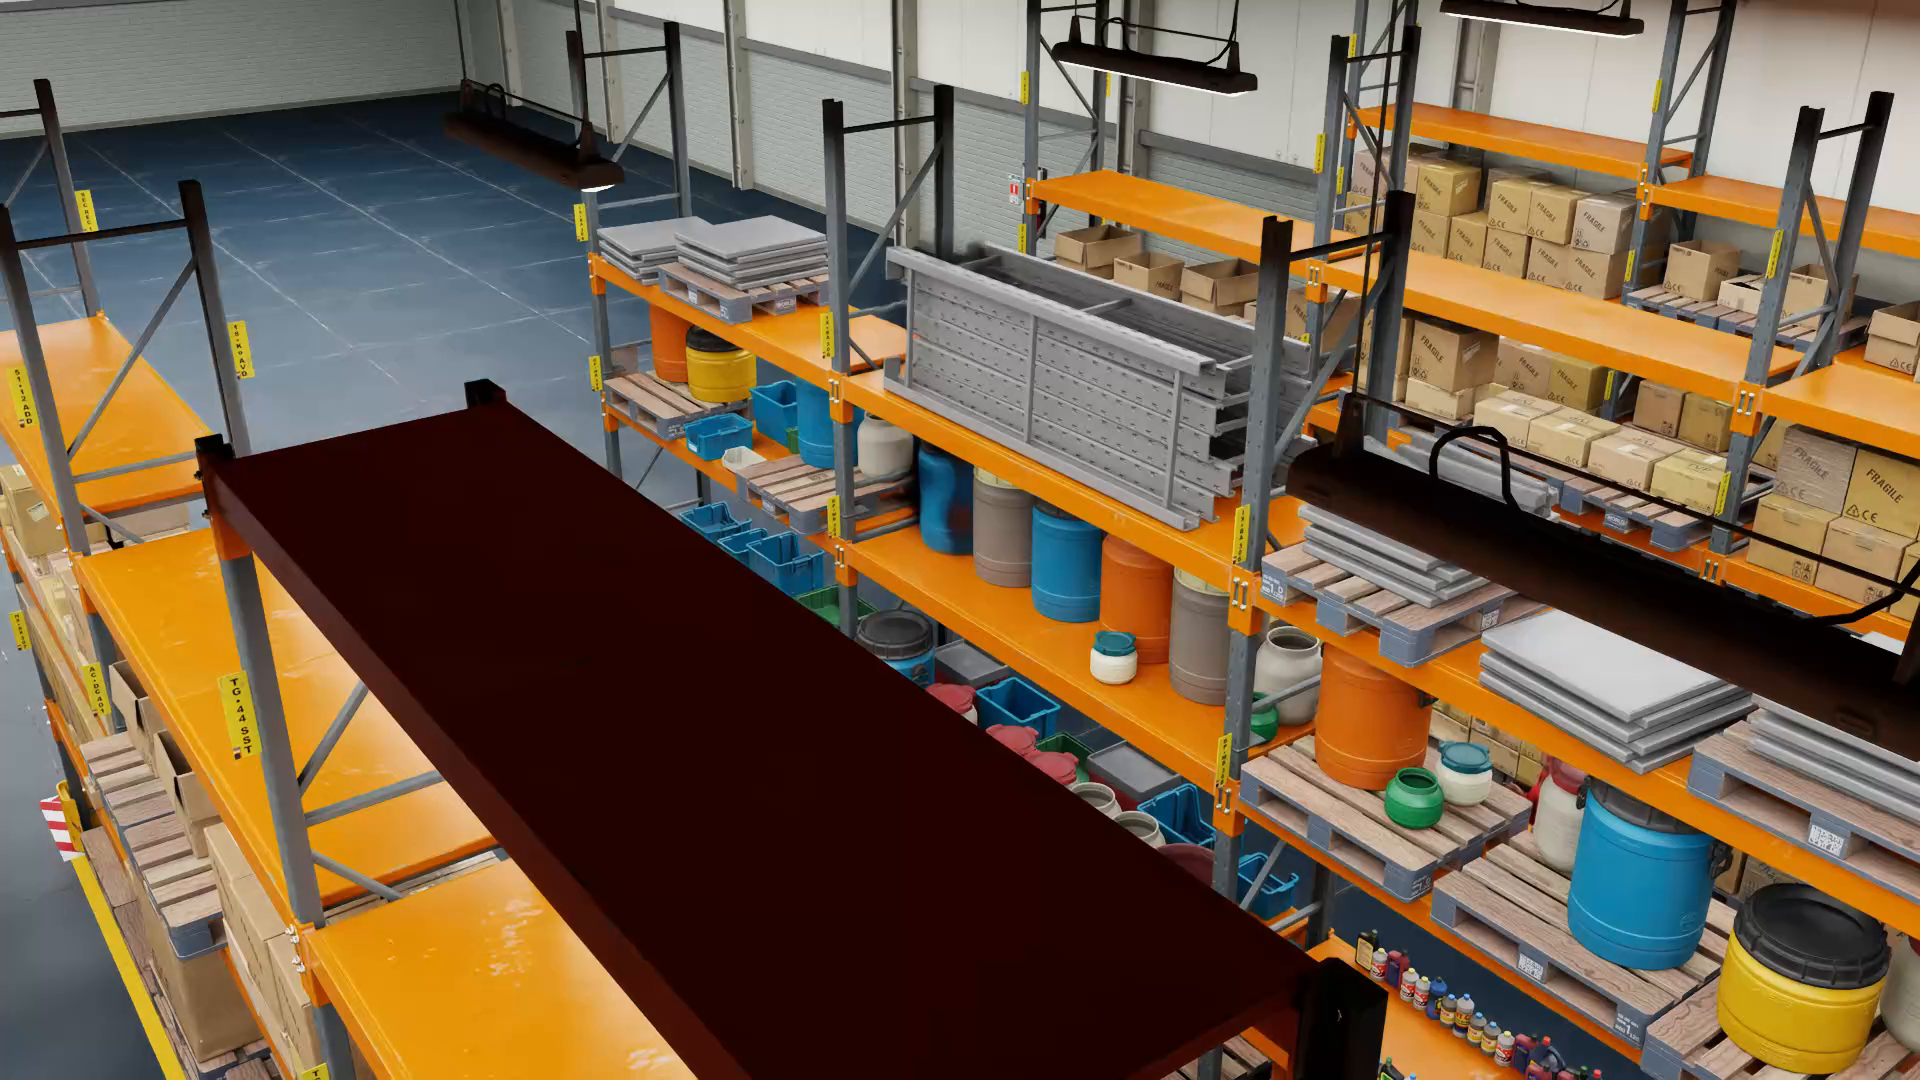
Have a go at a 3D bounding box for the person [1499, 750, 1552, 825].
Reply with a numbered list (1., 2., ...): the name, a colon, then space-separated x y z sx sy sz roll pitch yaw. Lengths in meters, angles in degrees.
1. person: 4.247 2.203 12.082 0.624 1.693 0.855 -21 32 -37
